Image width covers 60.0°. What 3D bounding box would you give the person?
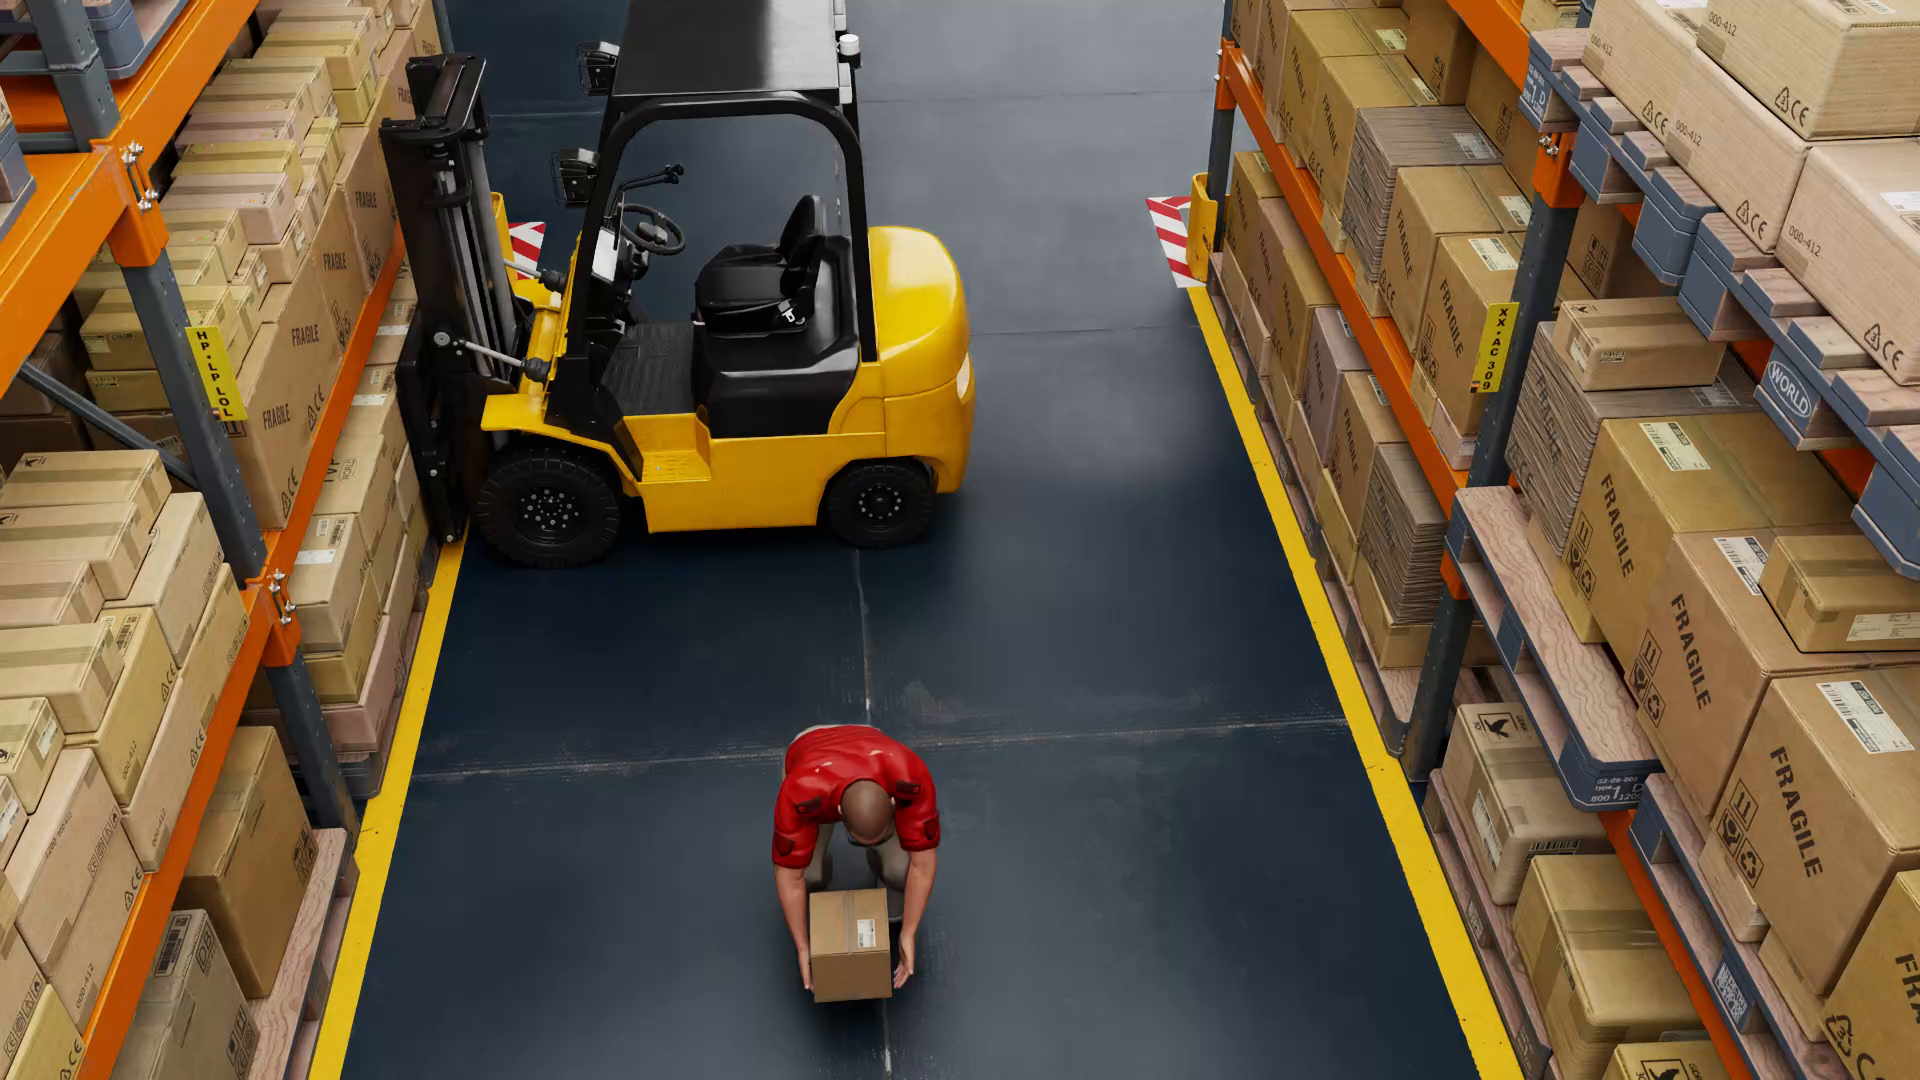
[{"bbox_3d":[-0.355,0.966,5.569,0.555,0.983,0.883,-3,39,-4],"label":"person"}]
